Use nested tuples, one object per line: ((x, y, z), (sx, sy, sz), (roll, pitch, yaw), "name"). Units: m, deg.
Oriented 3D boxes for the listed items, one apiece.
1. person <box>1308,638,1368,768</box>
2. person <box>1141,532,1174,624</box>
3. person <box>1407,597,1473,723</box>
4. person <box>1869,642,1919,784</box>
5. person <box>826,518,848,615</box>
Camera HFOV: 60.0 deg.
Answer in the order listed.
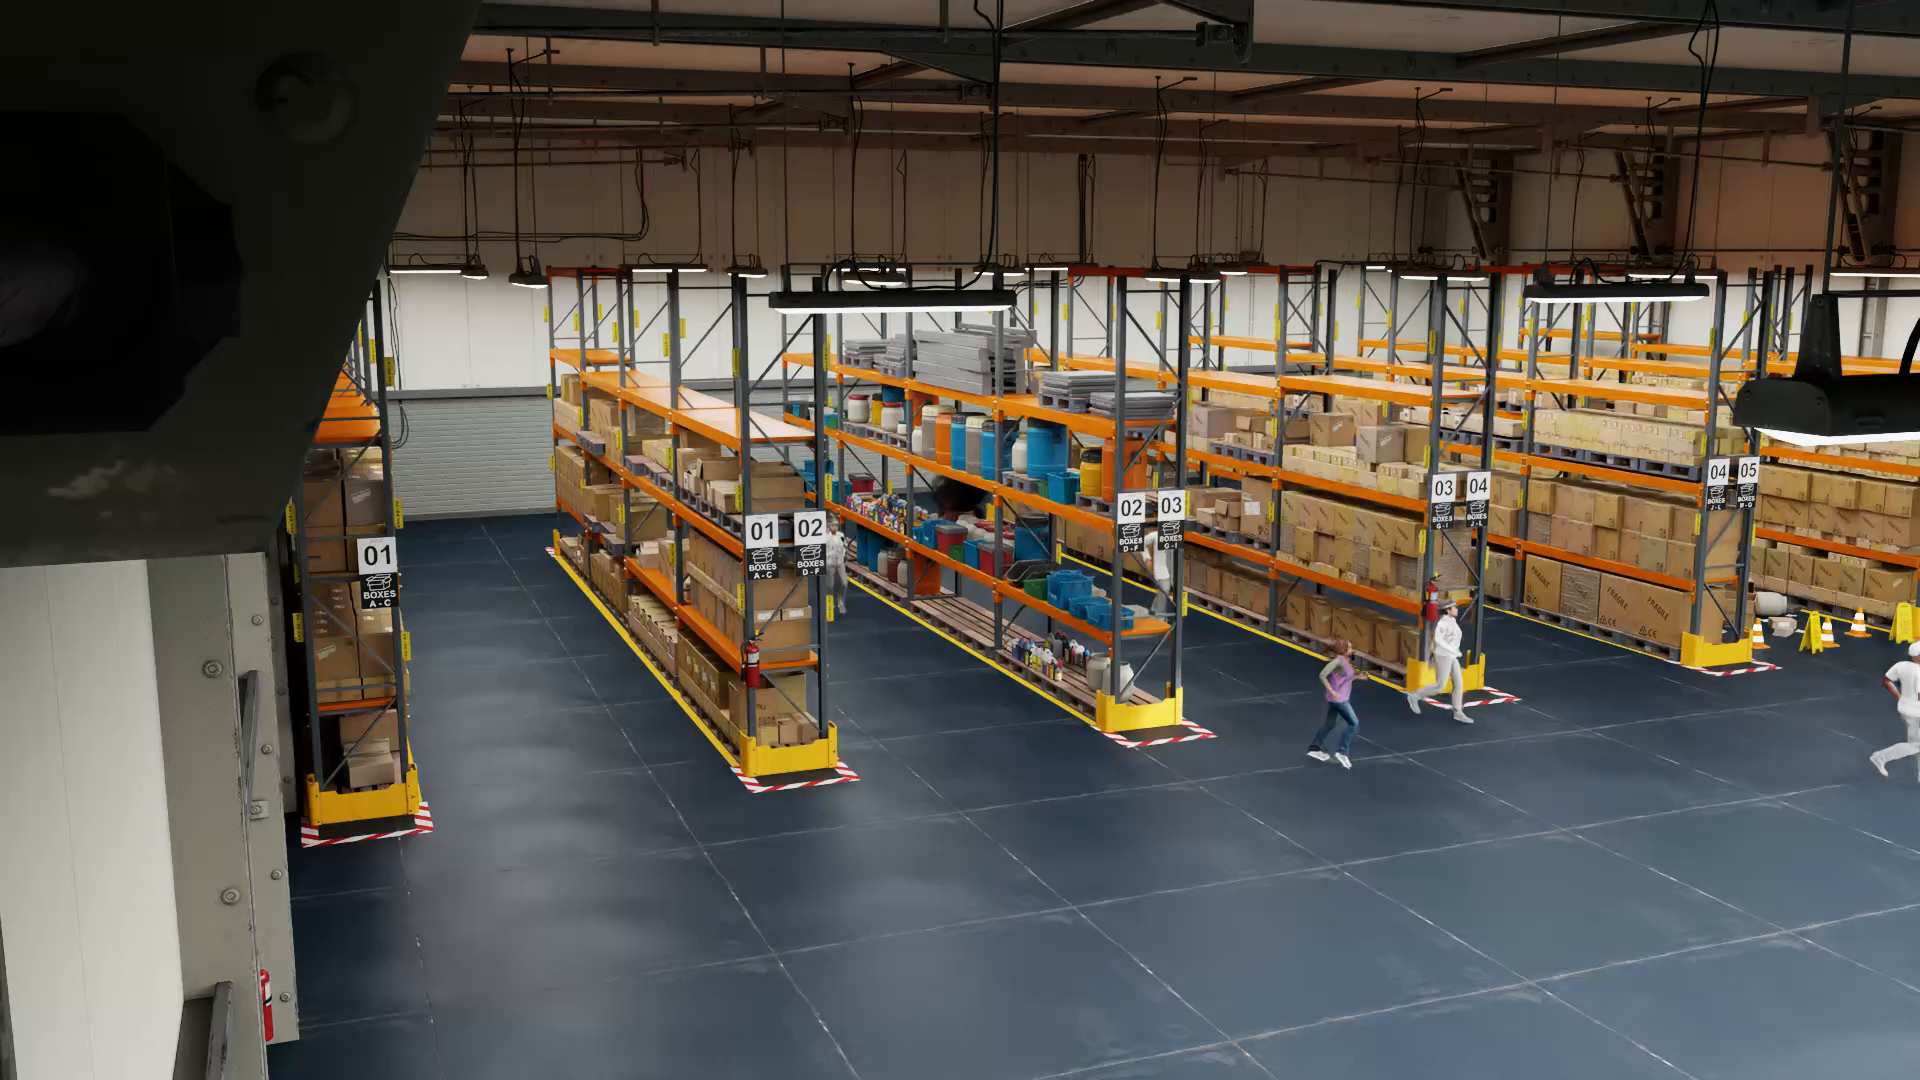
((4.687, 2.010, 20.599), (0.701, 1.641, 0.506), (3, 10, 14), "person")
((3.495, 0.526, 28.535), (0.668, 1.848, 0.831), (-5, 11, -28), "person")
((6.633, 1.600, 22.650), (0.901, 1.653, 0.674), (6, 12, 32), "person")
((11.319, 2.067, 19.764), (0.934, 1.756, 0.696), (1, 10, 5), "person")
((-2.201, 0.456, 29.221), (0.590, 1.740, 0.726), (-4, 11, -23), "person")
